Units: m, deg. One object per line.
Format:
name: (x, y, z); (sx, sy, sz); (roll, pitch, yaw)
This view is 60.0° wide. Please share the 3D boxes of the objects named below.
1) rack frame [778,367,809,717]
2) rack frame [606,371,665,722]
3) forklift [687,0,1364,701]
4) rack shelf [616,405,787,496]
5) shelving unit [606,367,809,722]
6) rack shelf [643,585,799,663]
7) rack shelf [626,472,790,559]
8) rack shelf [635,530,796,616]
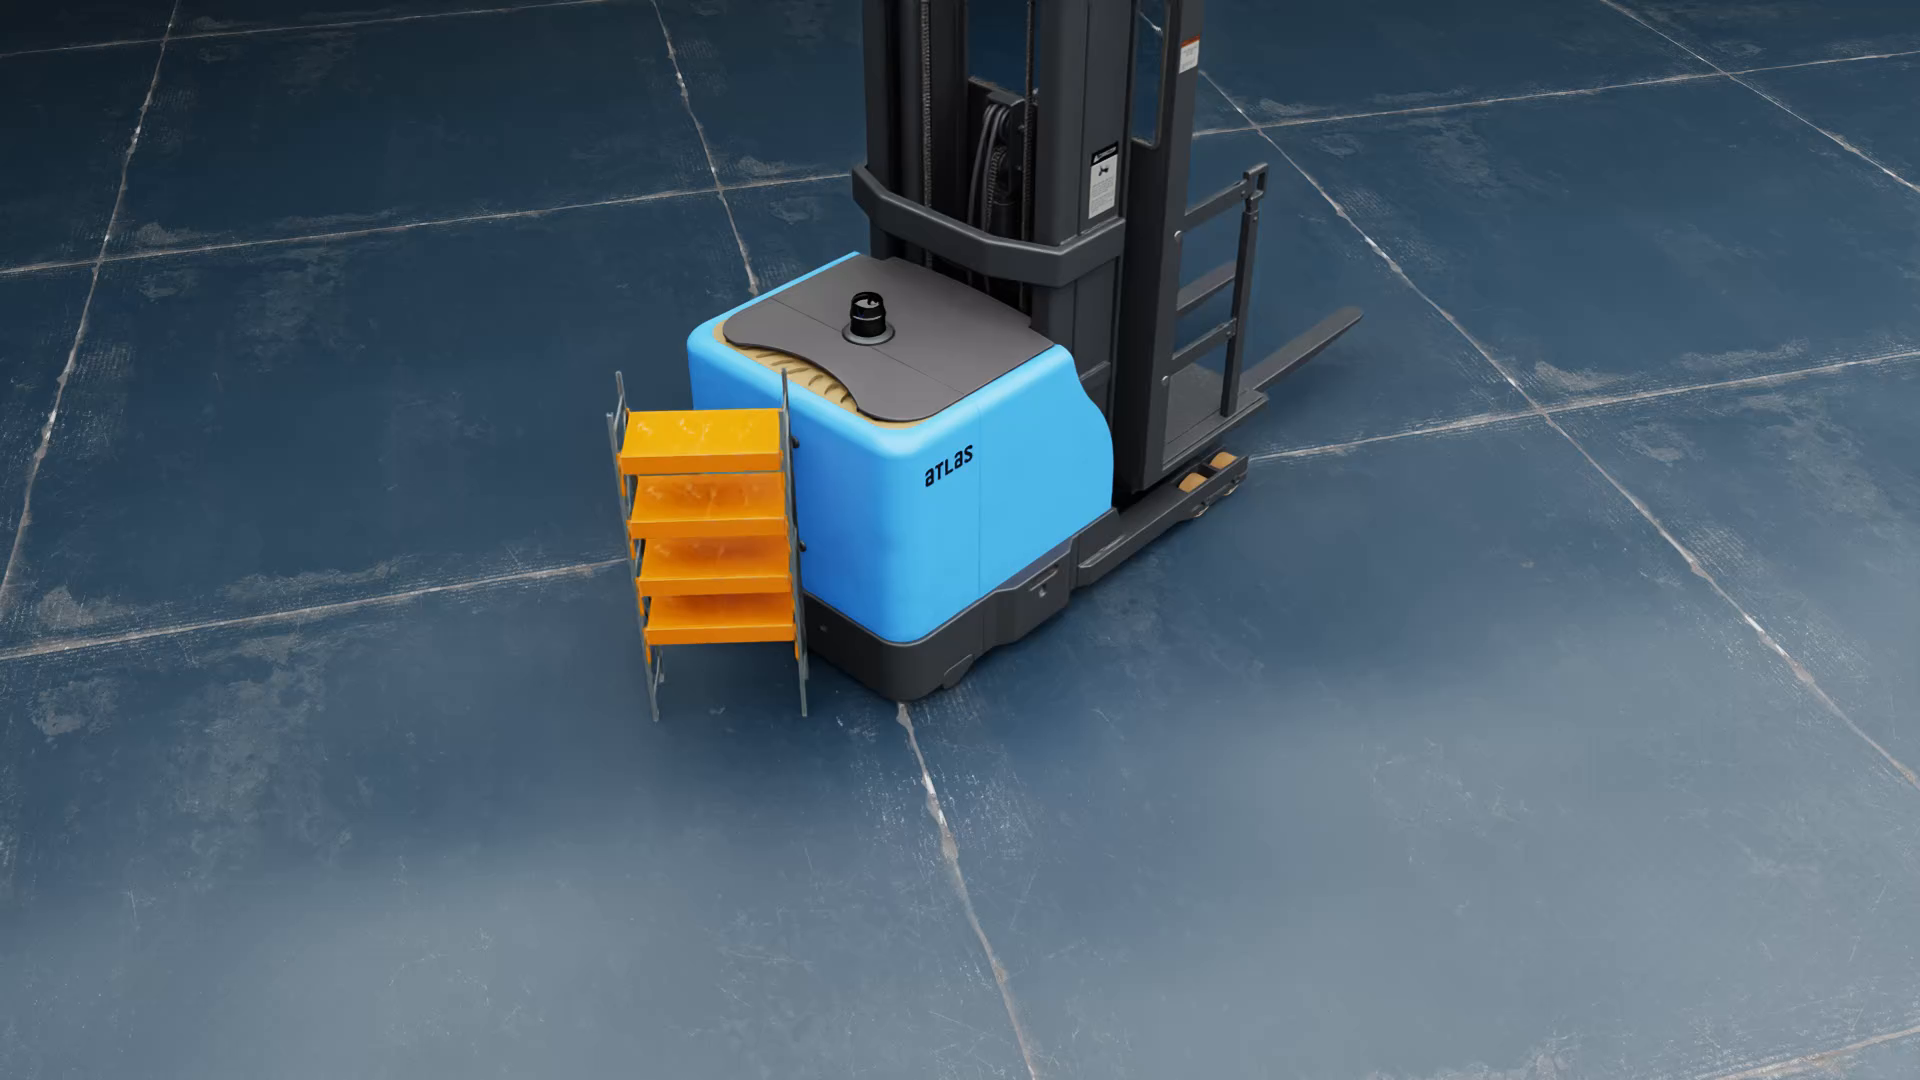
rack frame: (-0.518, 0.036, 5.216); (0.015, 1.200, 0.240); (-2, 37, -2)
rack frame: (-1.006, 0.049, 5.198); (0.015, 1.200, 0.240); (-2, 37, -2)
forklift: (0.470, -1.442, 5.723); (1.130, 2.935, 3.031); (30, 46, 33)
rack shelf: (-0.762, -0.269, 4.968); (0.480, 0.148, 0.258); (-2, 37, -2)
shelving unit: (-0.762, 0.043, 5.207); (0.503, 1.200, 0.258); (-2, 37, -2)
rack shelf: (-0.762, 0.254, 5.368); (0.480, 0.148, 0.258); (-2, 37, -2)
rack shelf: (-0.762, -0.082, 5.112); (0.480, 0.148, 0.258); (-2, 37, -2)
rack shelf: (-0.762, 0.096, 5.248); (0.480, 0.148, 0.258); (-2, 37, -2)
